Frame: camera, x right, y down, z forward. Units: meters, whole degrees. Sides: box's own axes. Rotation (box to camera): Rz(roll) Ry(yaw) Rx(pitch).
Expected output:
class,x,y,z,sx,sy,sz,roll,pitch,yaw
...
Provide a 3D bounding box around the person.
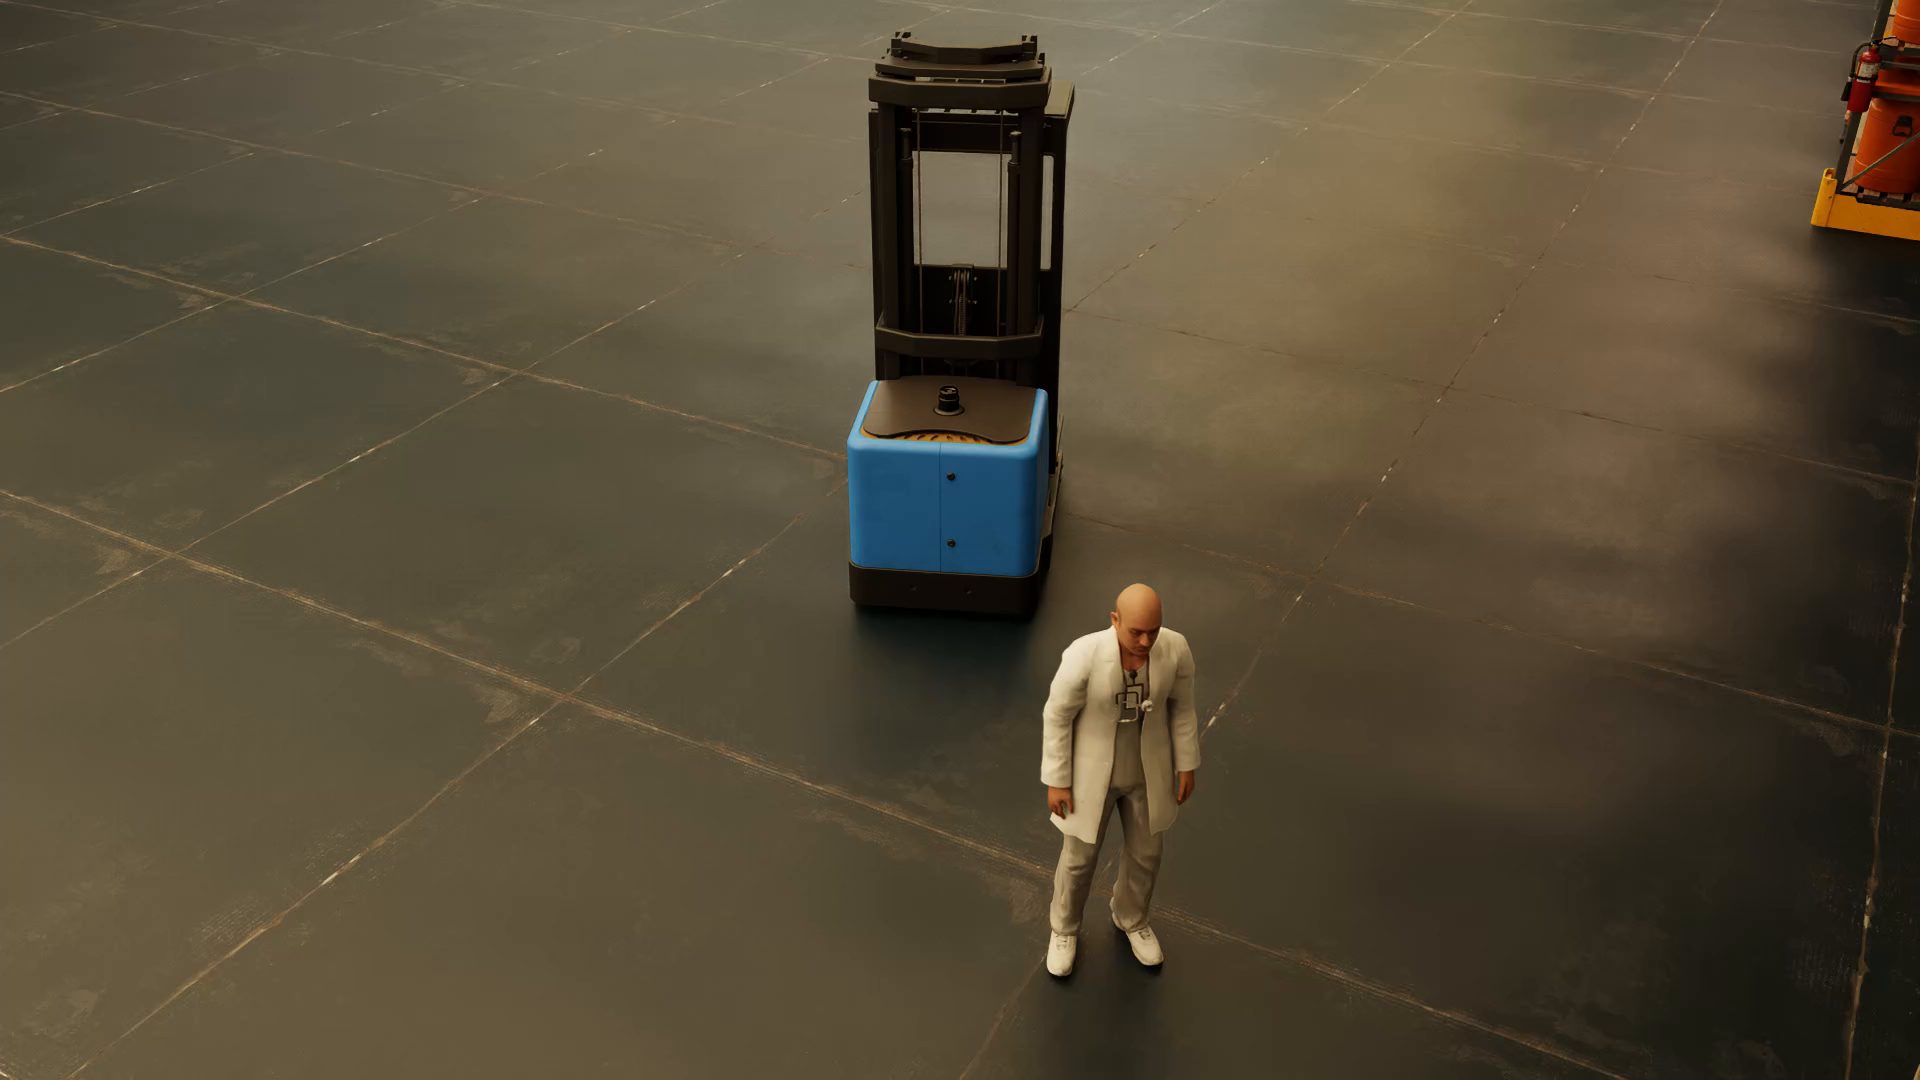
class,x,y,z,sx,sy,sz,roll,pitch,yaw
person,0.639,0.930,6.616,0.655,1.775,0.425,-6,30,-10

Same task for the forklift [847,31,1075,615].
class,x,y,z,sx,sy,sz,roll,pitch,yaw
forklift,0.072,-1.572,9.794,1.130,2.935,3.031,3,30,6
